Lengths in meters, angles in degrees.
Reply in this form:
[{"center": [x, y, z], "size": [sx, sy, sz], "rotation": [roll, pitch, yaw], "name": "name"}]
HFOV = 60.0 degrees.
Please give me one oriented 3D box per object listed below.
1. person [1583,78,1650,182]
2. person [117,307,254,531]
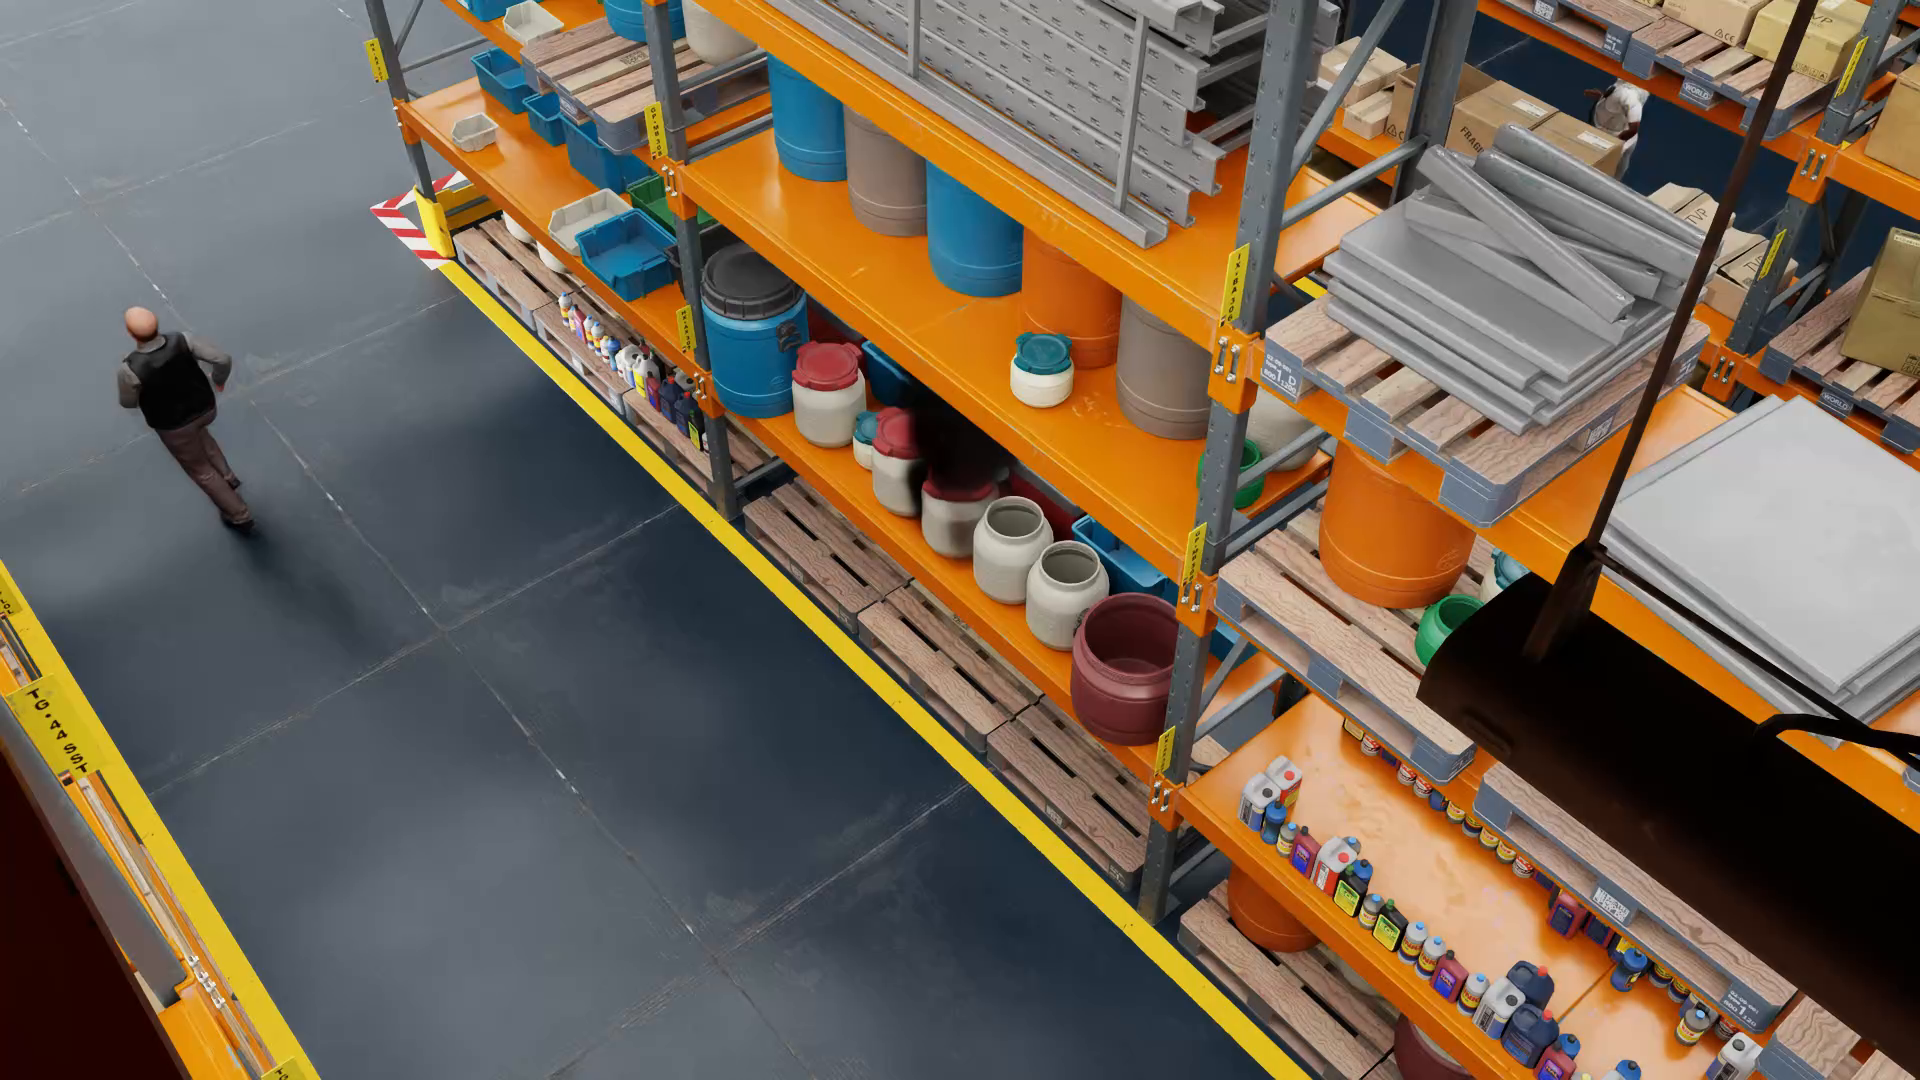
[{"center": [4.952, -2.987, 12.629], "size": [0.576, 1.719, 0.890], "rotation": [-36, 56, -29], "name": "person"}, {"center": [-4.920, -0.786, 10.554], "size": [0.732, 1.764, 0.628], "rotation": [25, 51, 22], "name": "person"}]
